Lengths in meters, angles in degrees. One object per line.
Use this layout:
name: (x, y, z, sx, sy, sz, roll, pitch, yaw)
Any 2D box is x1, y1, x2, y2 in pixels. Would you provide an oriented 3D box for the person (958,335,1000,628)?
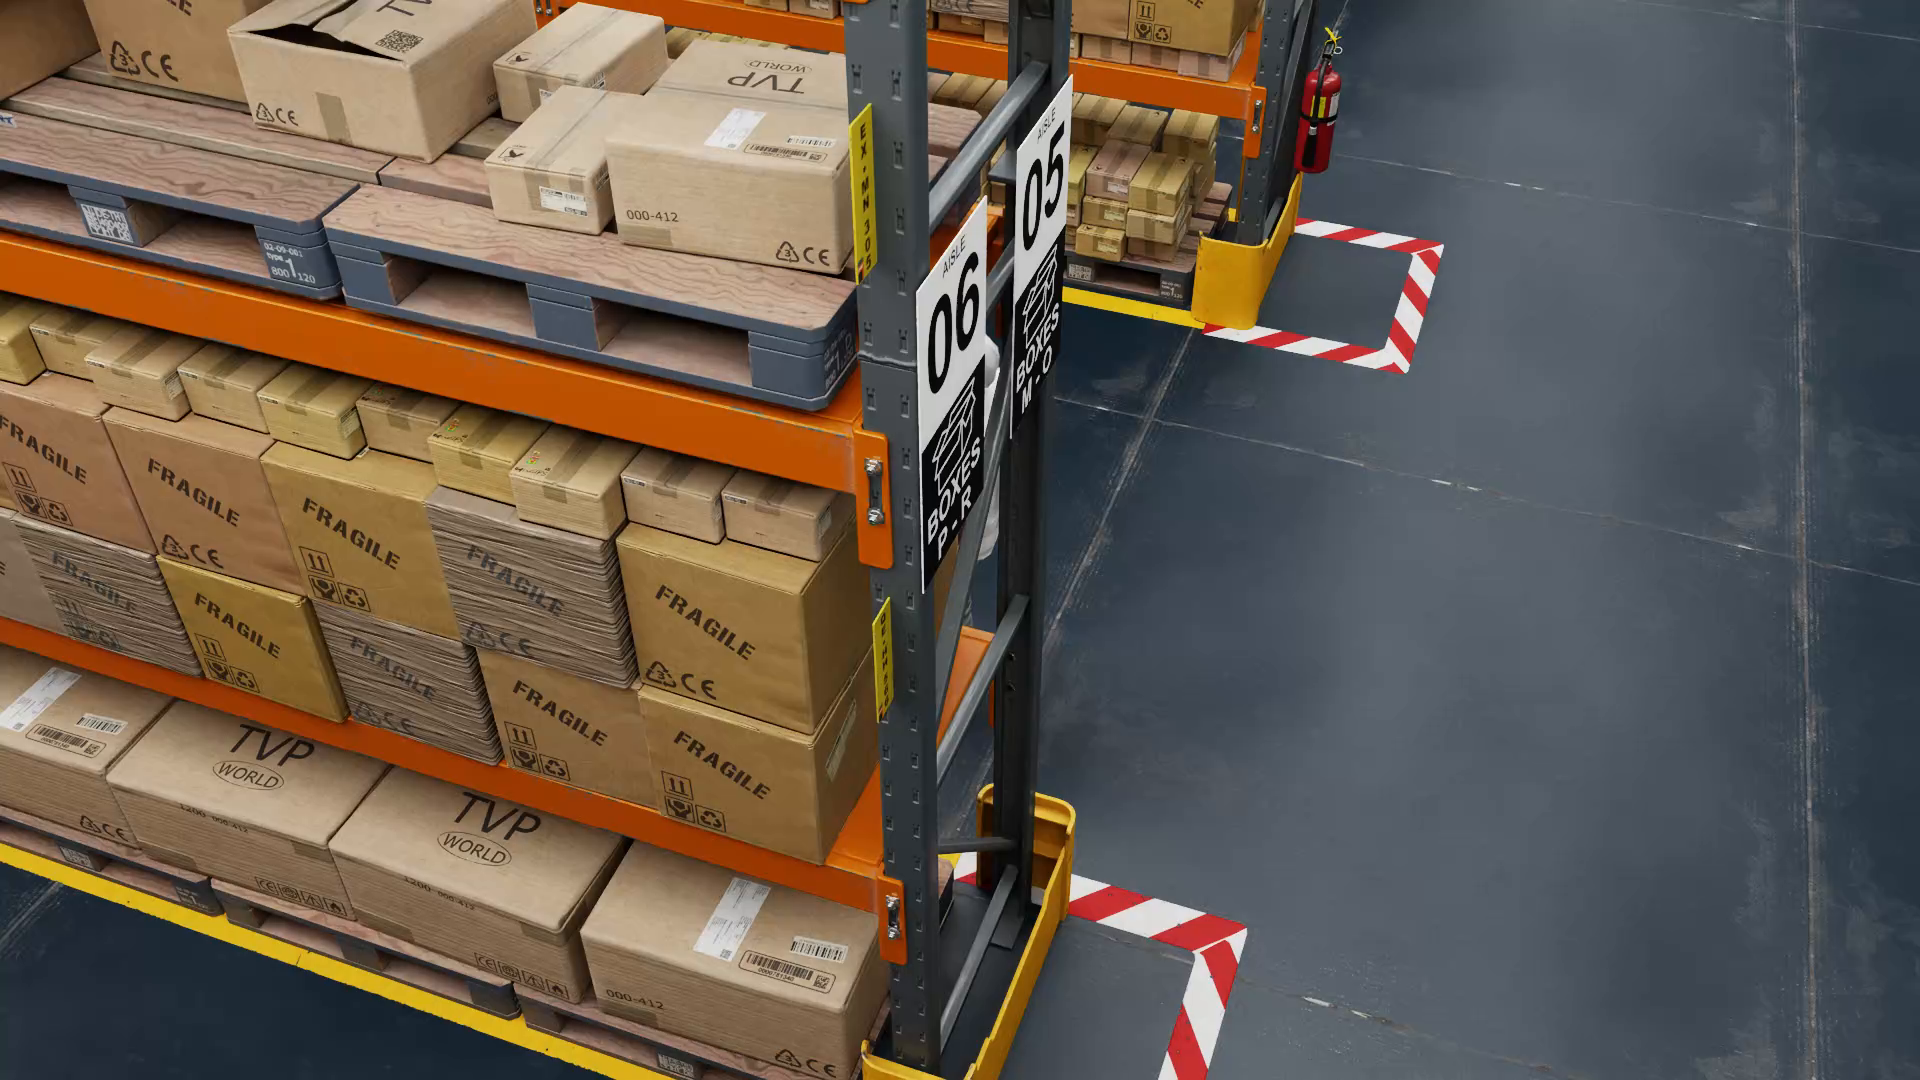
person: (-0.093, -0.073, 6.214, 0.576, 1.782, 0.656, 9, 42, 10)
